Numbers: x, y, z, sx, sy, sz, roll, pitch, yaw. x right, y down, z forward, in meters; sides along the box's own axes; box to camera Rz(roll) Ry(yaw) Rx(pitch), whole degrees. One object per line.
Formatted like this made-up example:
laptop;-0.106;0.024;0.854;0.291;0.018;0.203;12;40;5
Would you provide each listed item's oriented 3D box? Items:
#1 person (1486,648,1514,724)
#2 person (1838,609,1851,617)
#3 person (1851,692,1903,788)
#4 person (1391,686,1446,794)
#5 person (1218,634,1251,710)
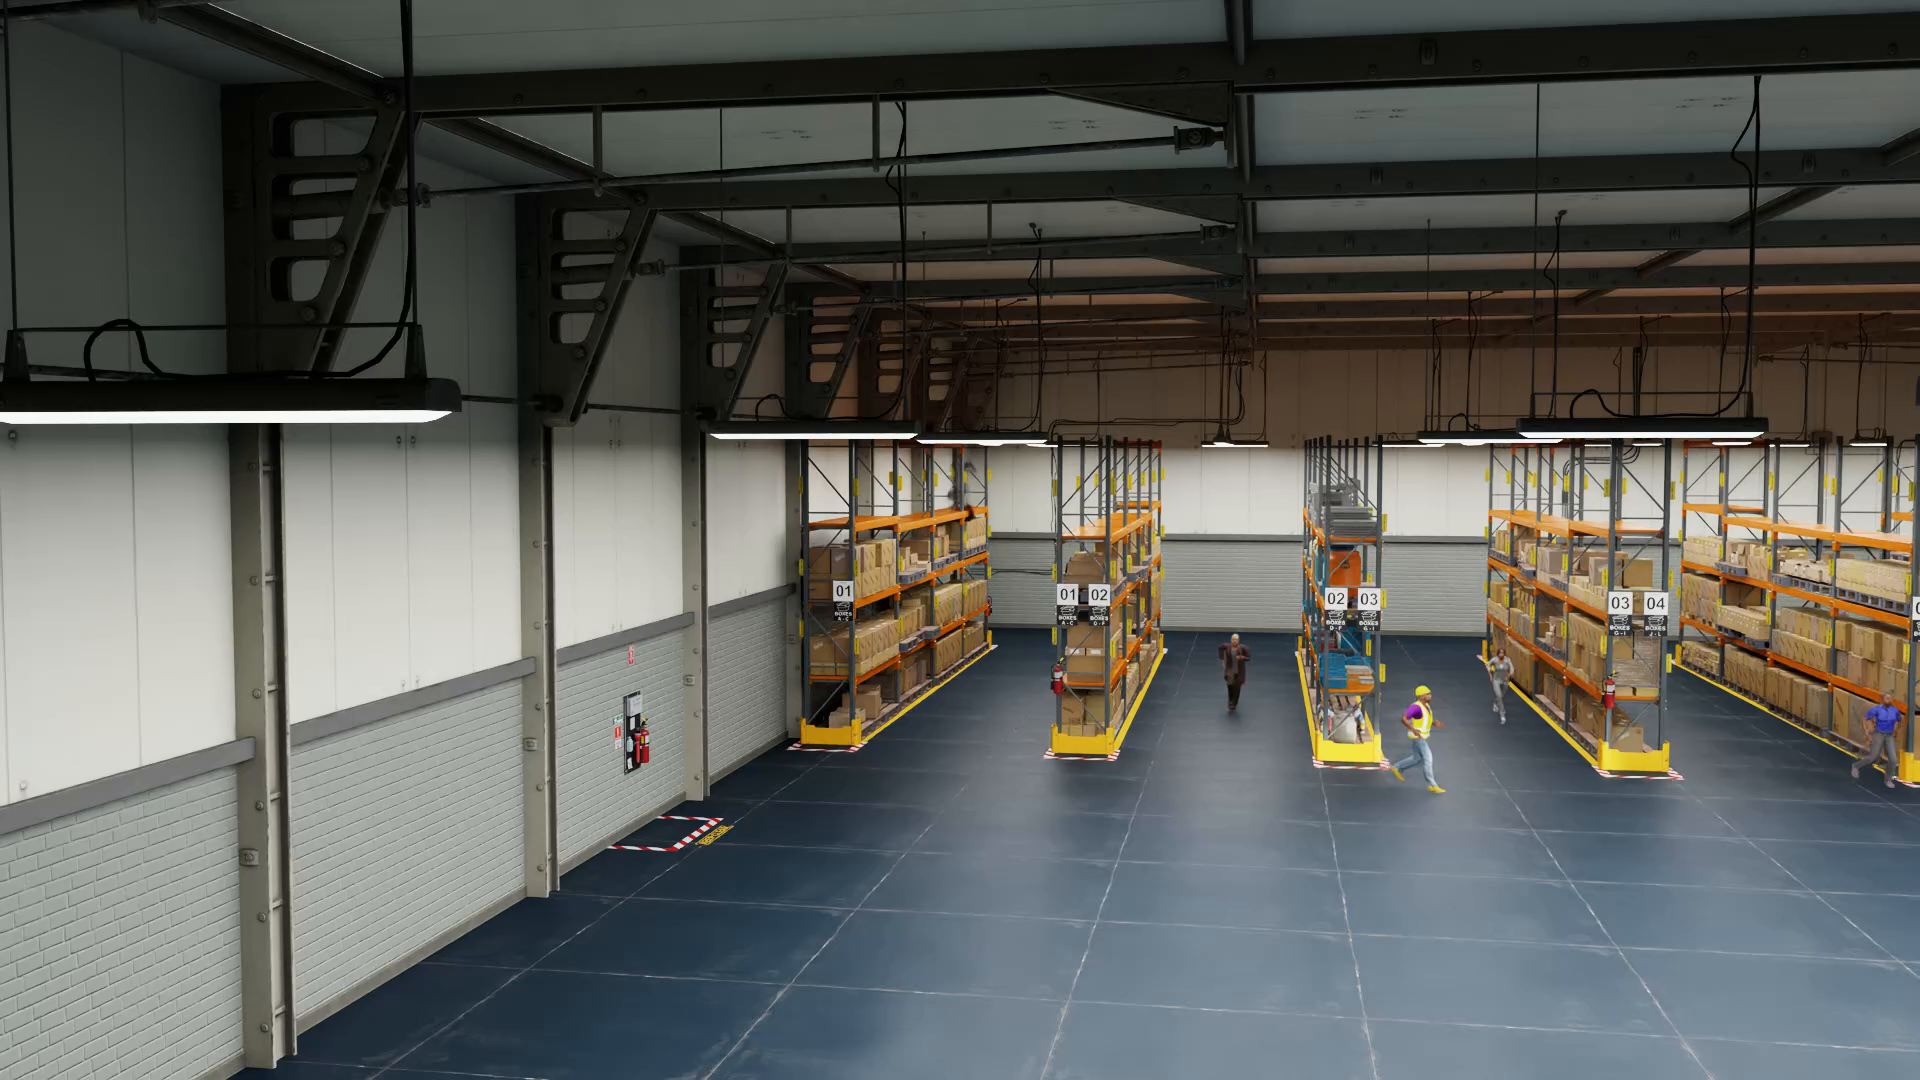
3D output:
person;11.424;3.046;35.198;0.539;1.569;1.002;0;3;6
person;24.355;2.428;45.784;0.891;1.588;0.534;0;3;1
person;15.729;3.414;28.435;0.767;1.632;0.583;0;3;-4
person;7.680;3.327;27.920;0.980;1.768;0.709;2;4;32
person;5.986;2.887;36.299;0.690;1.706;0.944;0;3;8
